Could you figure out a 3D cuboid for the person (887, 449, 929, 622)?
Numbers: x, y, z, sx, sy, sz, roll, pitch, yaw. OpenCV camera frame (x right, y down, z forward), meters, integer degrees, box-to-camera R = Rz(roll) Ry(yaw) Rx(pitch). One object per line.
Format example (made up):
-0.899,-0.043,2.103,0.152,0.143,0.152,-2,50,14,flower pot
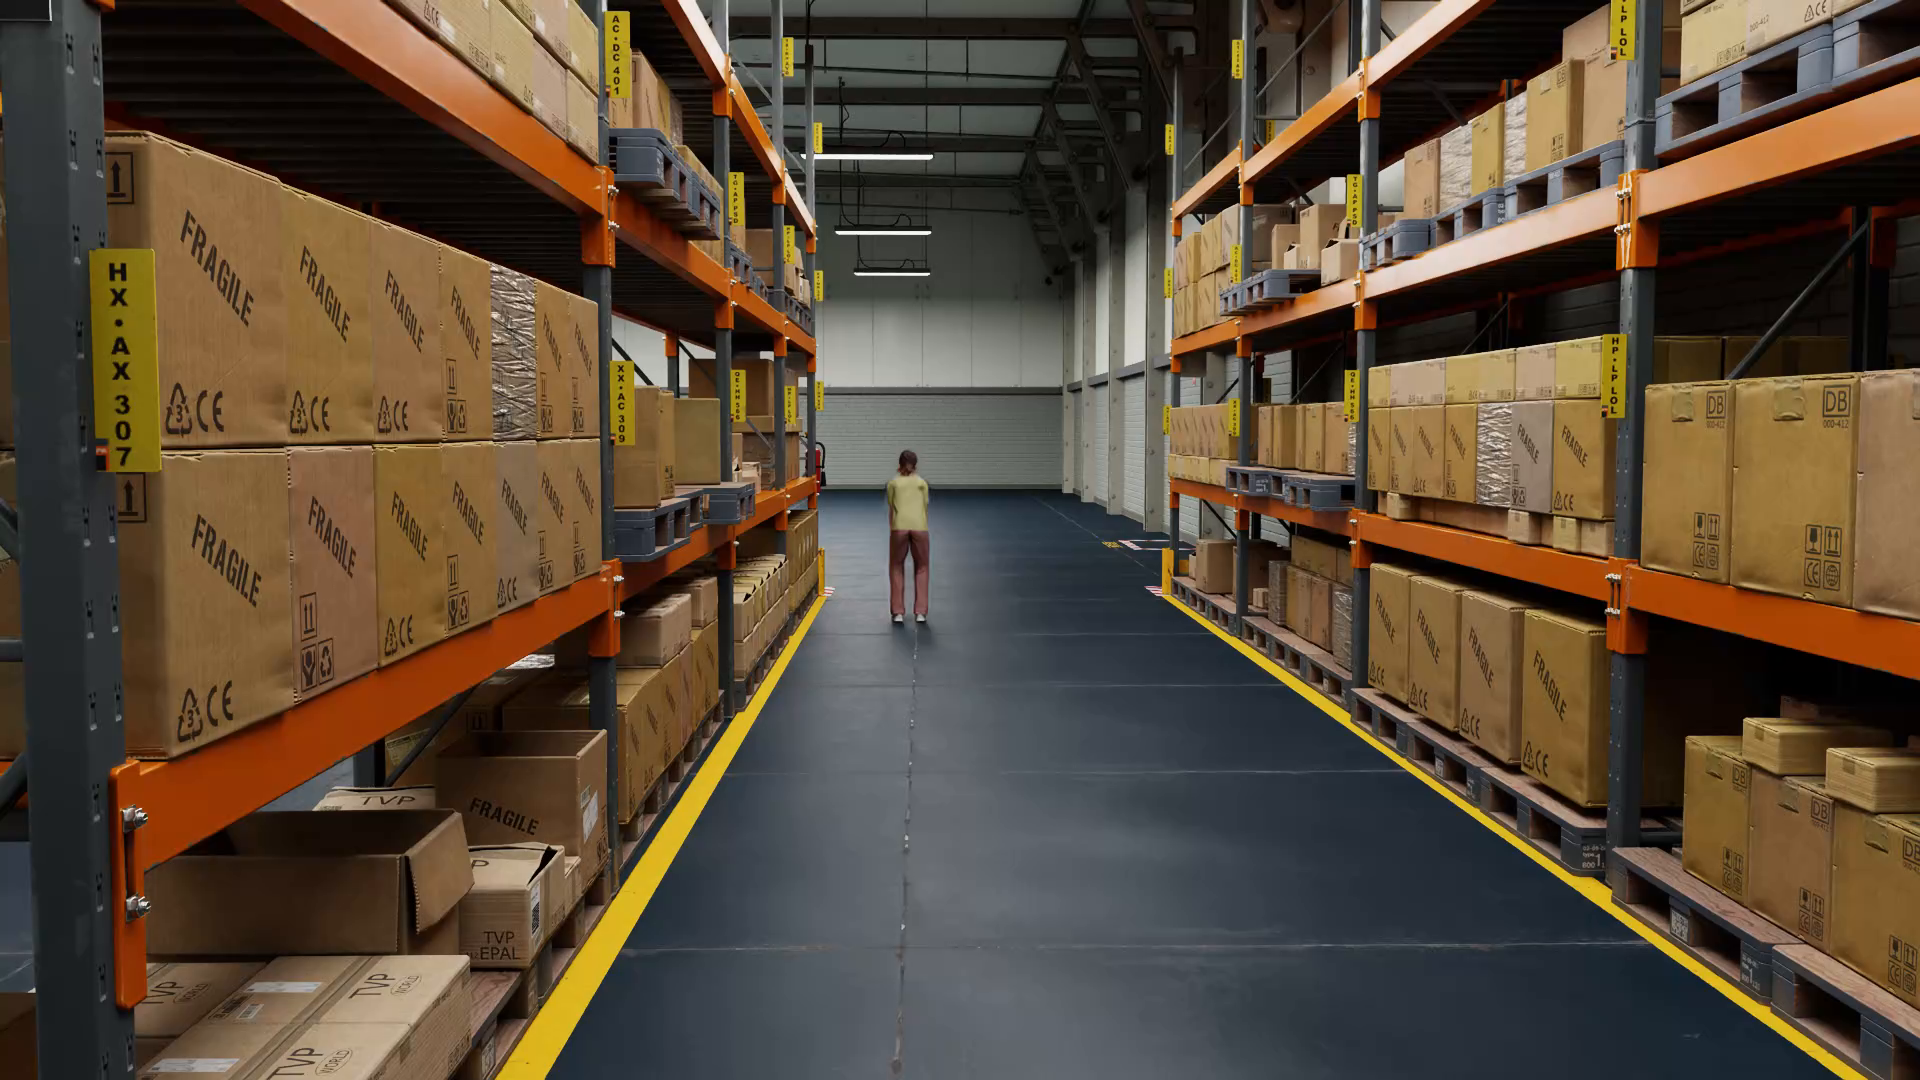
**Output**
-0.498,-0.046,15.938,0.406,1.643,0.529,0,4,-3,person
